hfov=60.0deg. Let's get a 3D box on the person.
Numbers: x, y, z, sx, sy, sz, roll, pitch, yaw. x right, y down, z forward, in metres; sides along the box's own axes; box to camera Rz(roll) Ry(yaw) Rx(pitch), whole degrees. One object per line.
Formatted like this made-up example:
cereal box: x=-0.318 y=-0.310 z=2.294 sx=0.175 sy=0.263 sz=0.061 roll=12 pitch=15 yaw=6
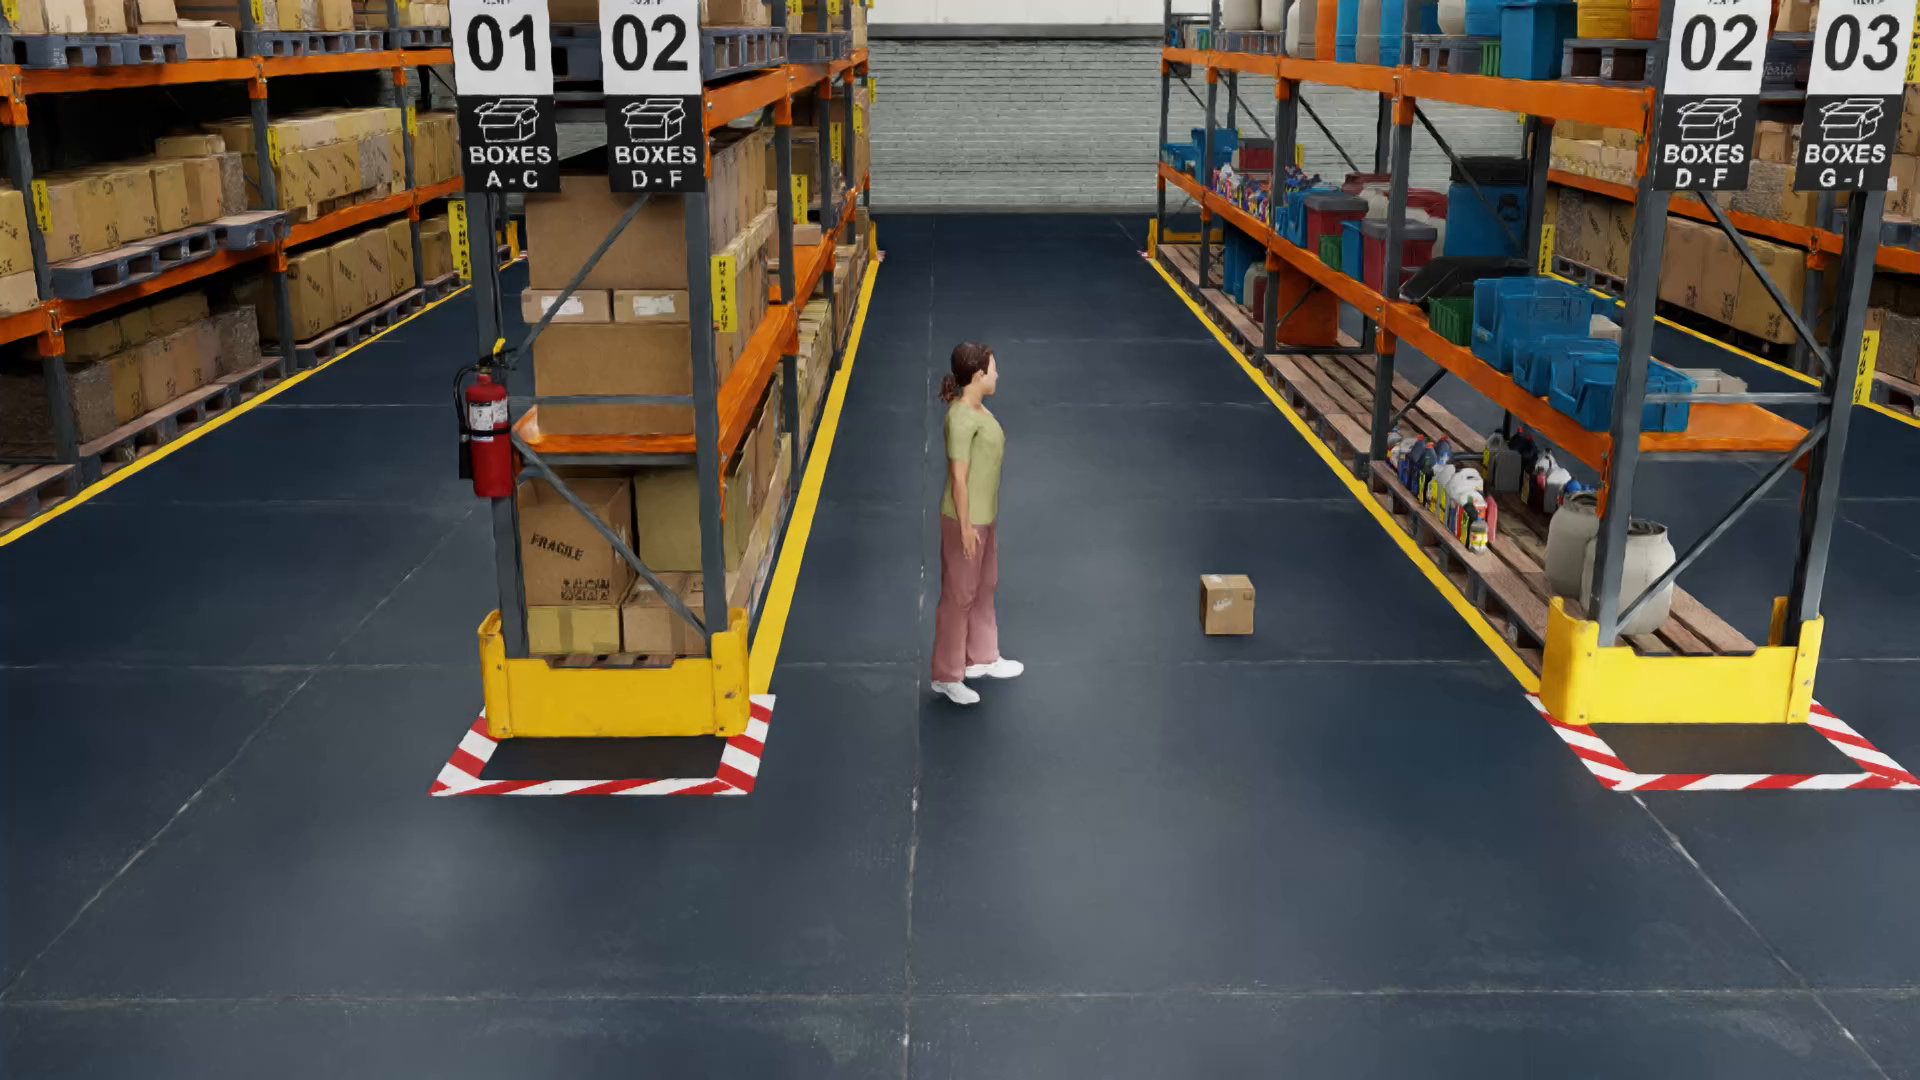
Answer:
person: x=0.078 y=-0.096 z=7.777 sx=0.412 sy=1.674 sz=0.521 roll=3 pitch=17 yaw=10
